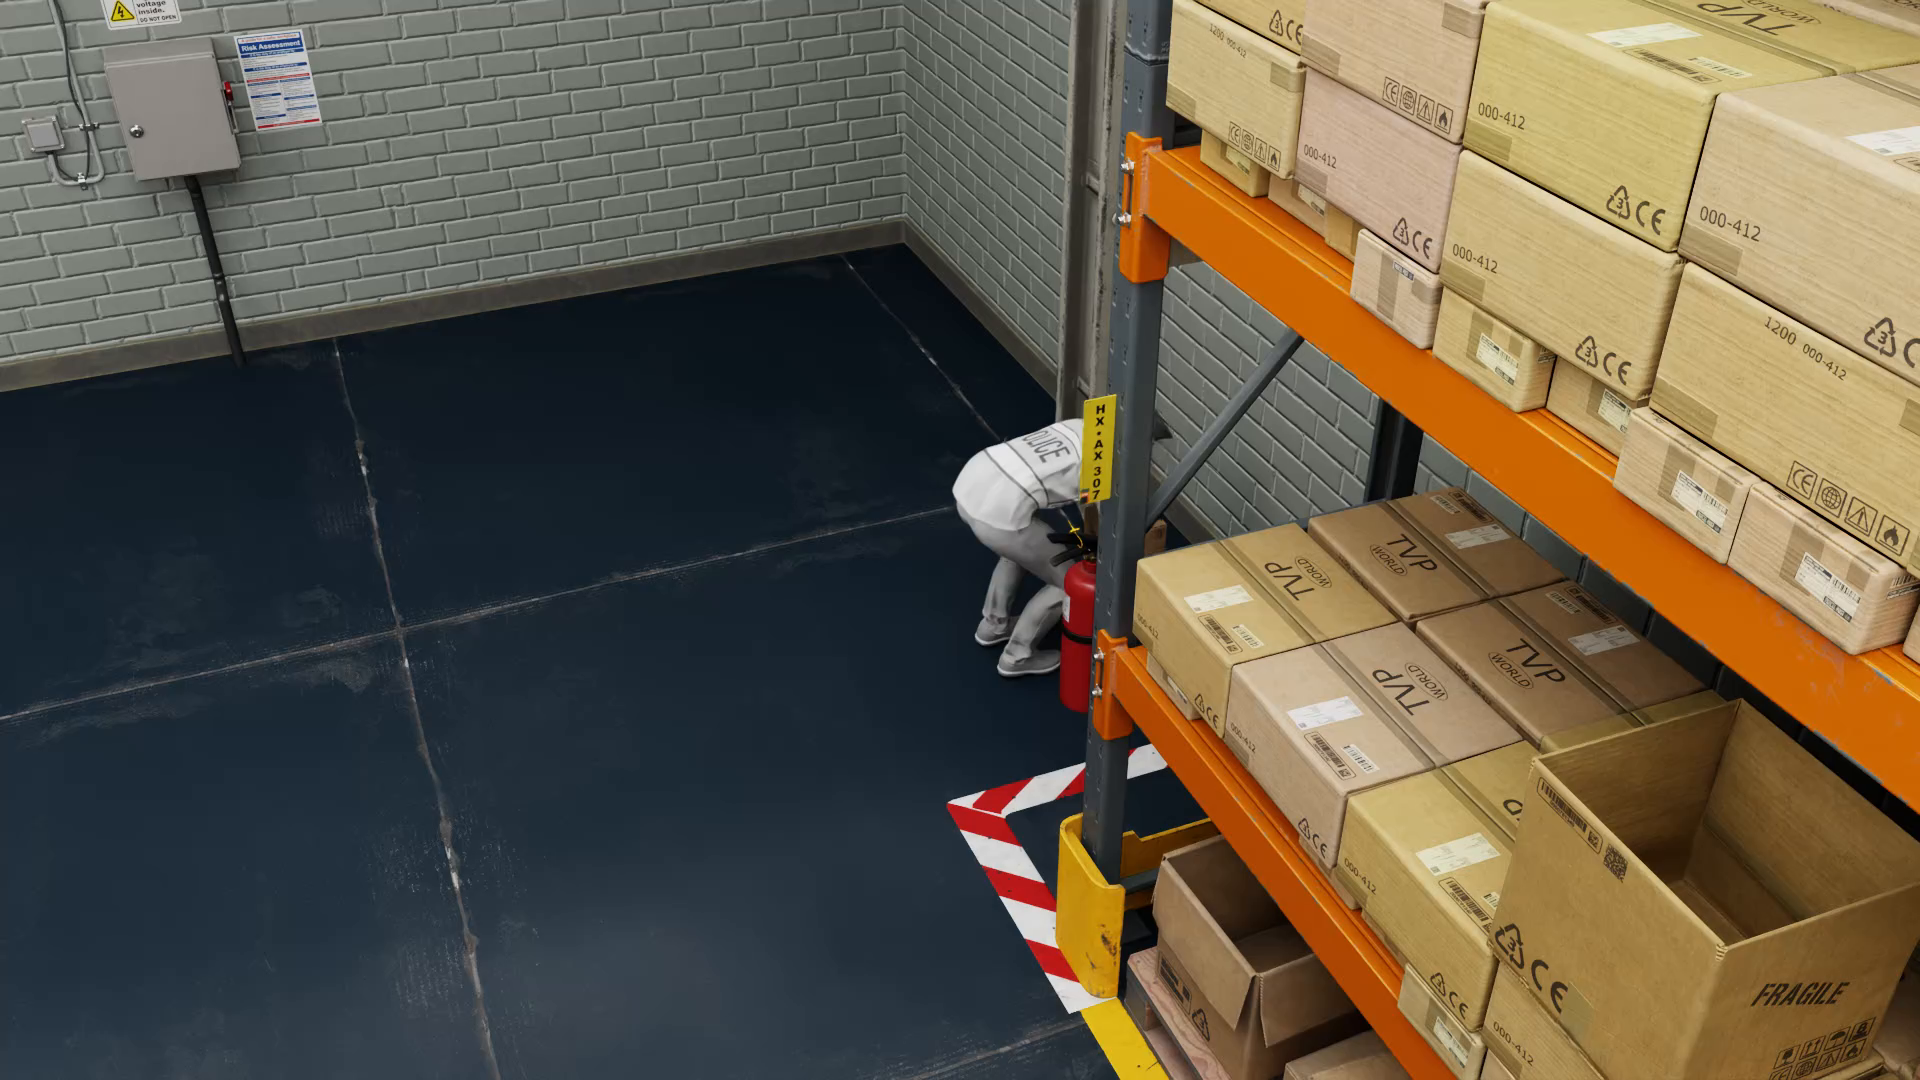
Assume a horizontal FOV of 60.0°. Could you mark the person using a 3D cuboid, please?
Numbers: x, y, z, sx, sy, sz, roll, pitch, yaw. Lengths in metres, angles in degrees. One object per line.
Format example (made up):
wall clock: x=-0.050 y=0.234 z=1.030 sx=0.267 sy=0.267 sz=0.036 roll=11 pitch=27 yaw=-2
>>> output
person: x=0.426 y=-0.035 z=6.704 sx=0.904 sy=1.102 sz=0.449 roll=-15 pitch=36 yaw=-21
